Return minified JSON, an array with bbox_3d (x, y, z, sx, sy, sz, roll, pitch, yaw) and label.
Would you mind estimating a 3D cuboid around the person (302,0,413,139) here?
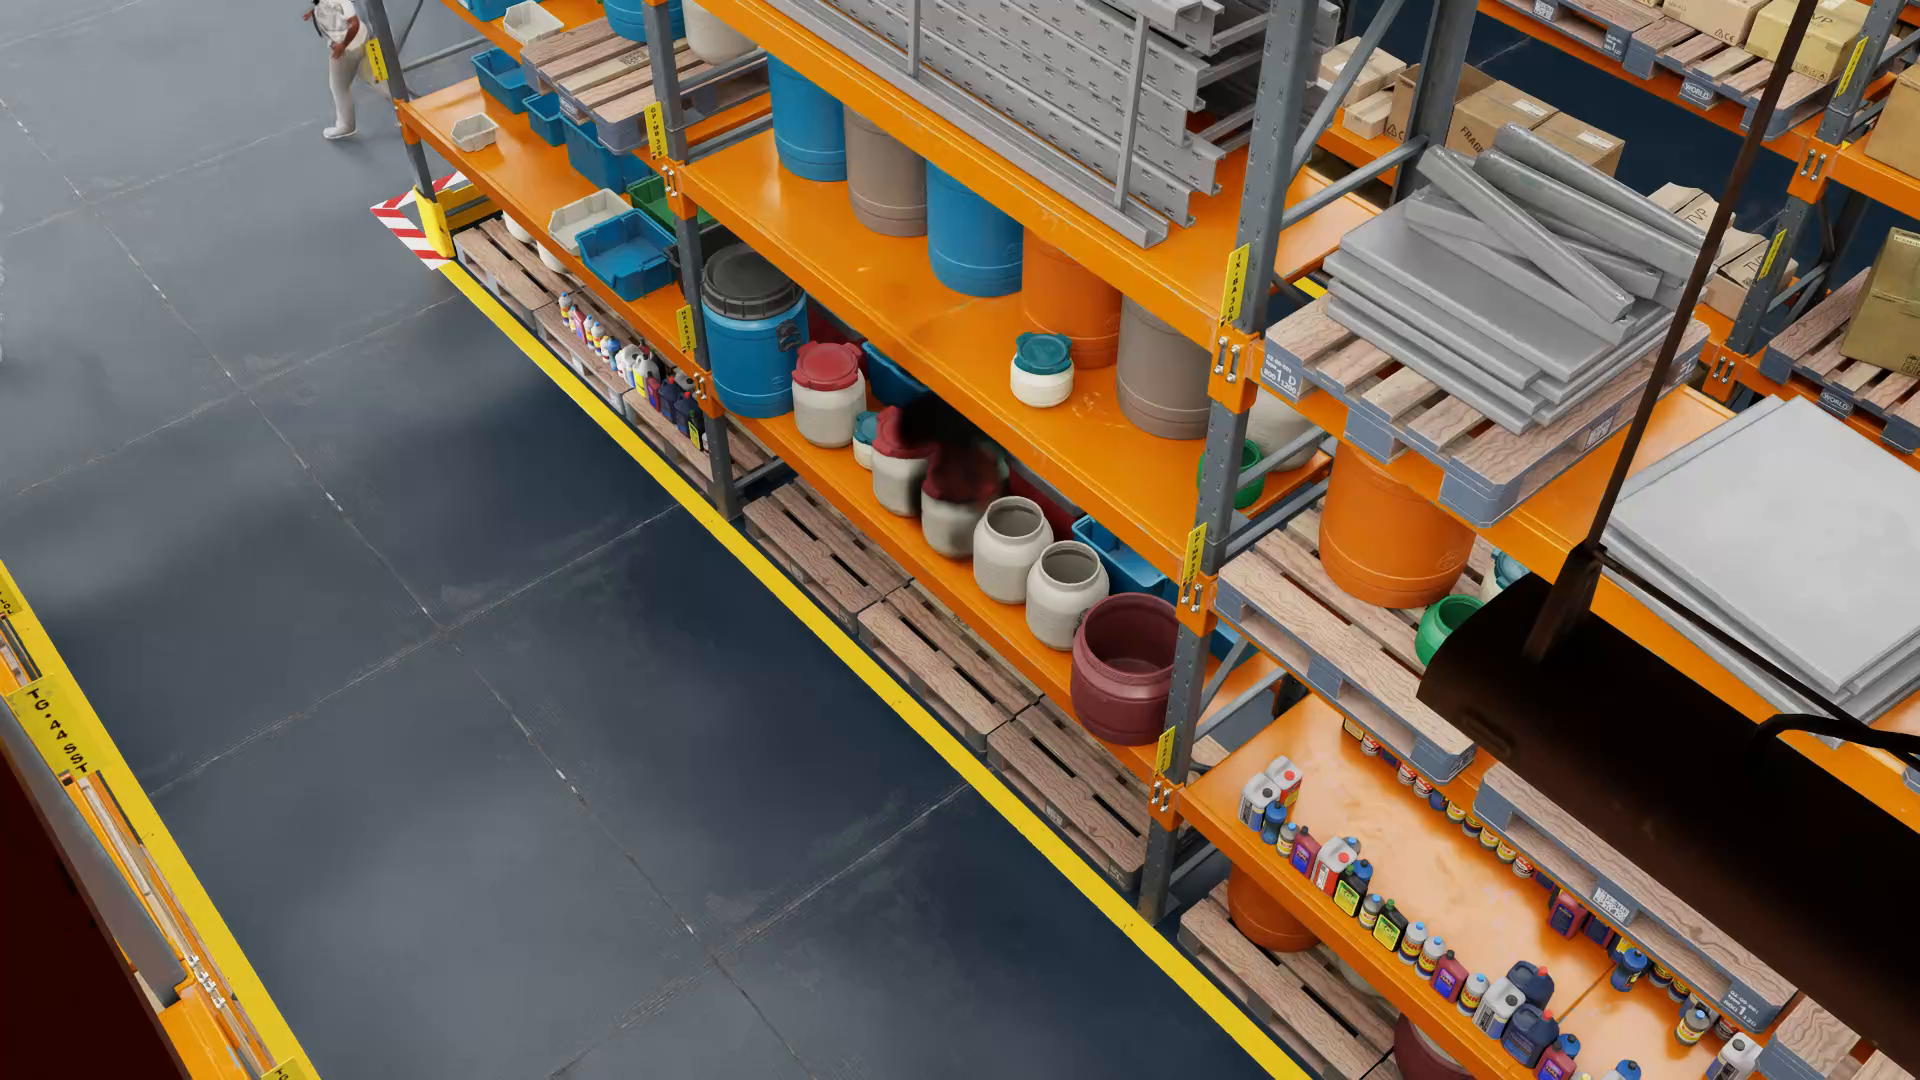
[{"bbox_3d":[-5.019,-4.088,13.663,0.855,1.689,0.562,-2,47,-1],"label":"person"}]
